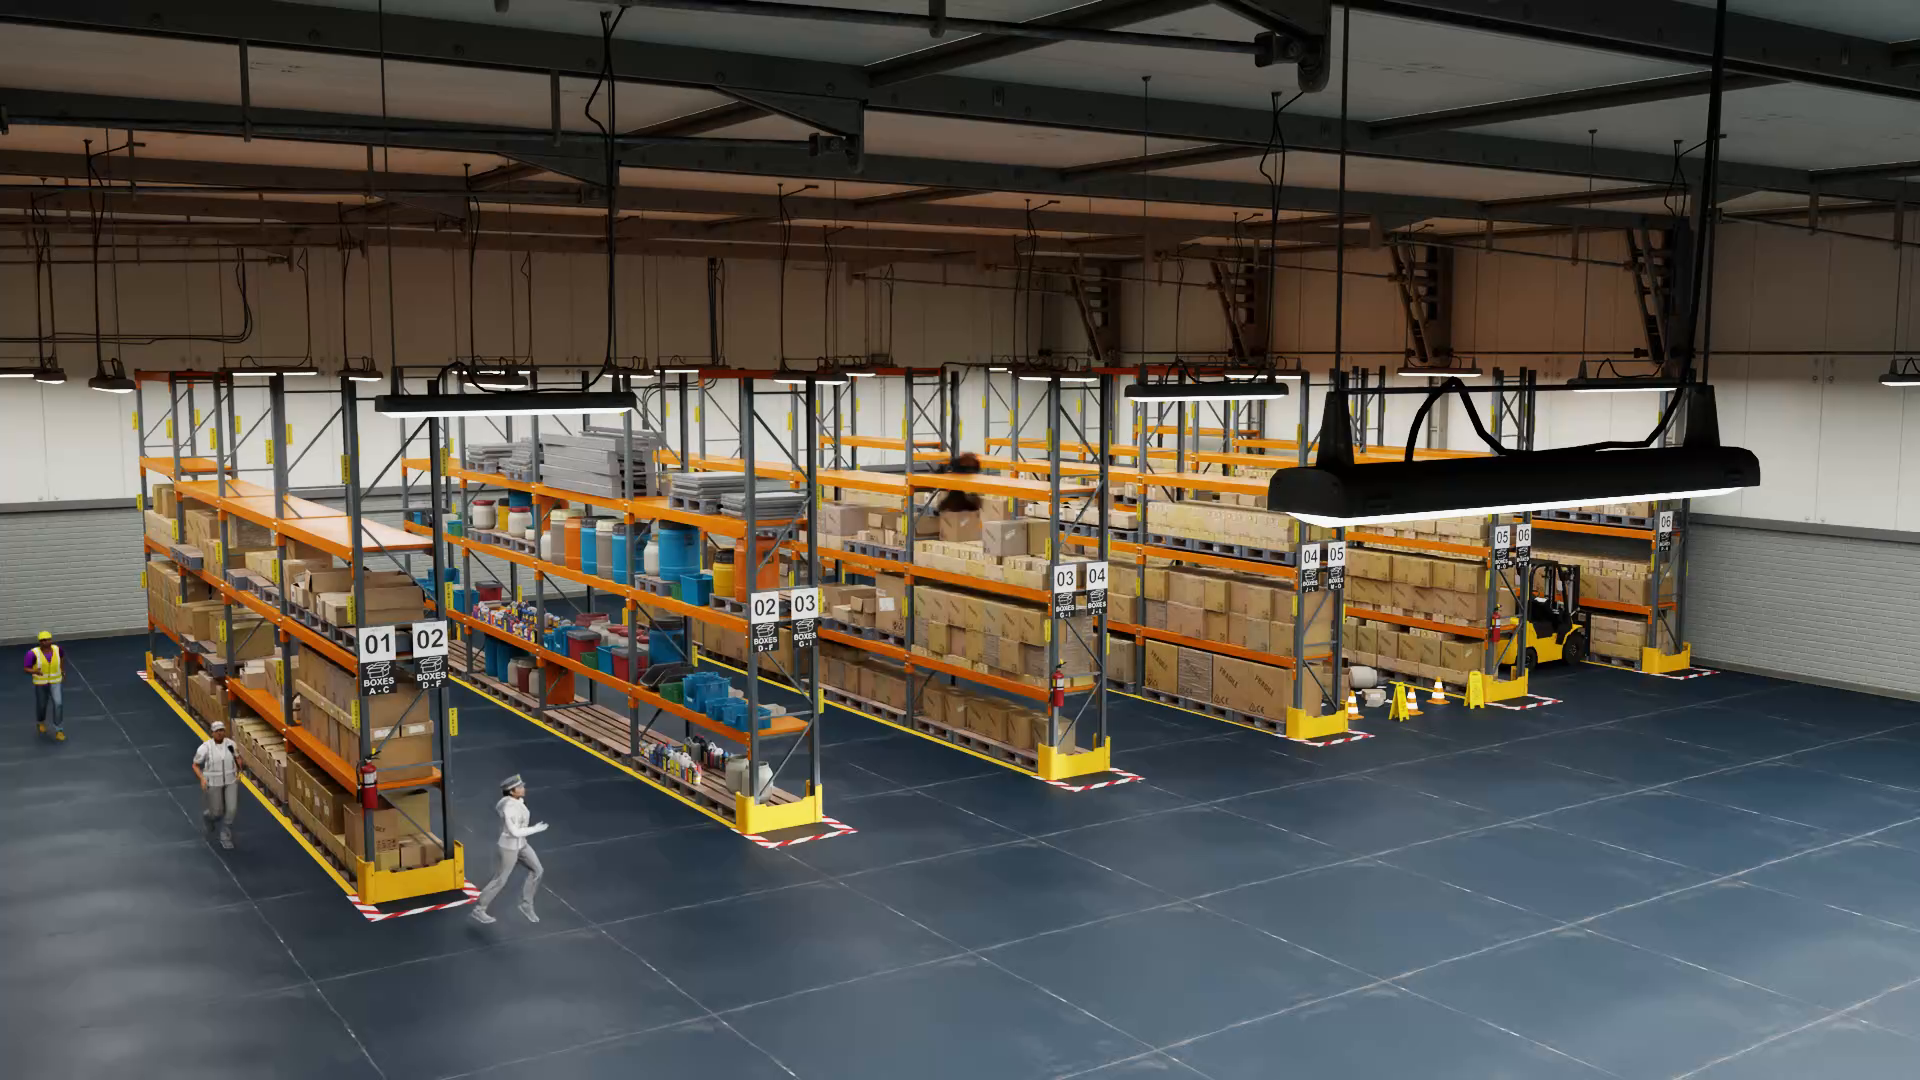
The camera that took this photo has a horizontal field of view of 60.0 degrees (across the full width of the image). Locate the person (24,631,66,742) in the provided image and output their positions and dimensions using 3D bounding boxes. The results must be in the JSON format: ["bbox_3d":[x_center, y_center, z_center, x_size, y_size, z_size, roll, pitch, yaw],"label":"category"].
[{"bbox_3d":[-15.005,2.368,27.298,0.640,1.796,0.884,-5,8,-37],"label":"person"}]

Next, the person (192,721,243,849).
[{"bbox_3d":[-9.529,3.135,21.411,0.614,1.617,0.575,-5,8,-39],"label":"person"}]

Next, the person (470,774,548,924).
[{"bbox_3d":[-4.972,3.422,18.402,0.863,1.726,0.625,0,6,-1],"label":"person"}]
